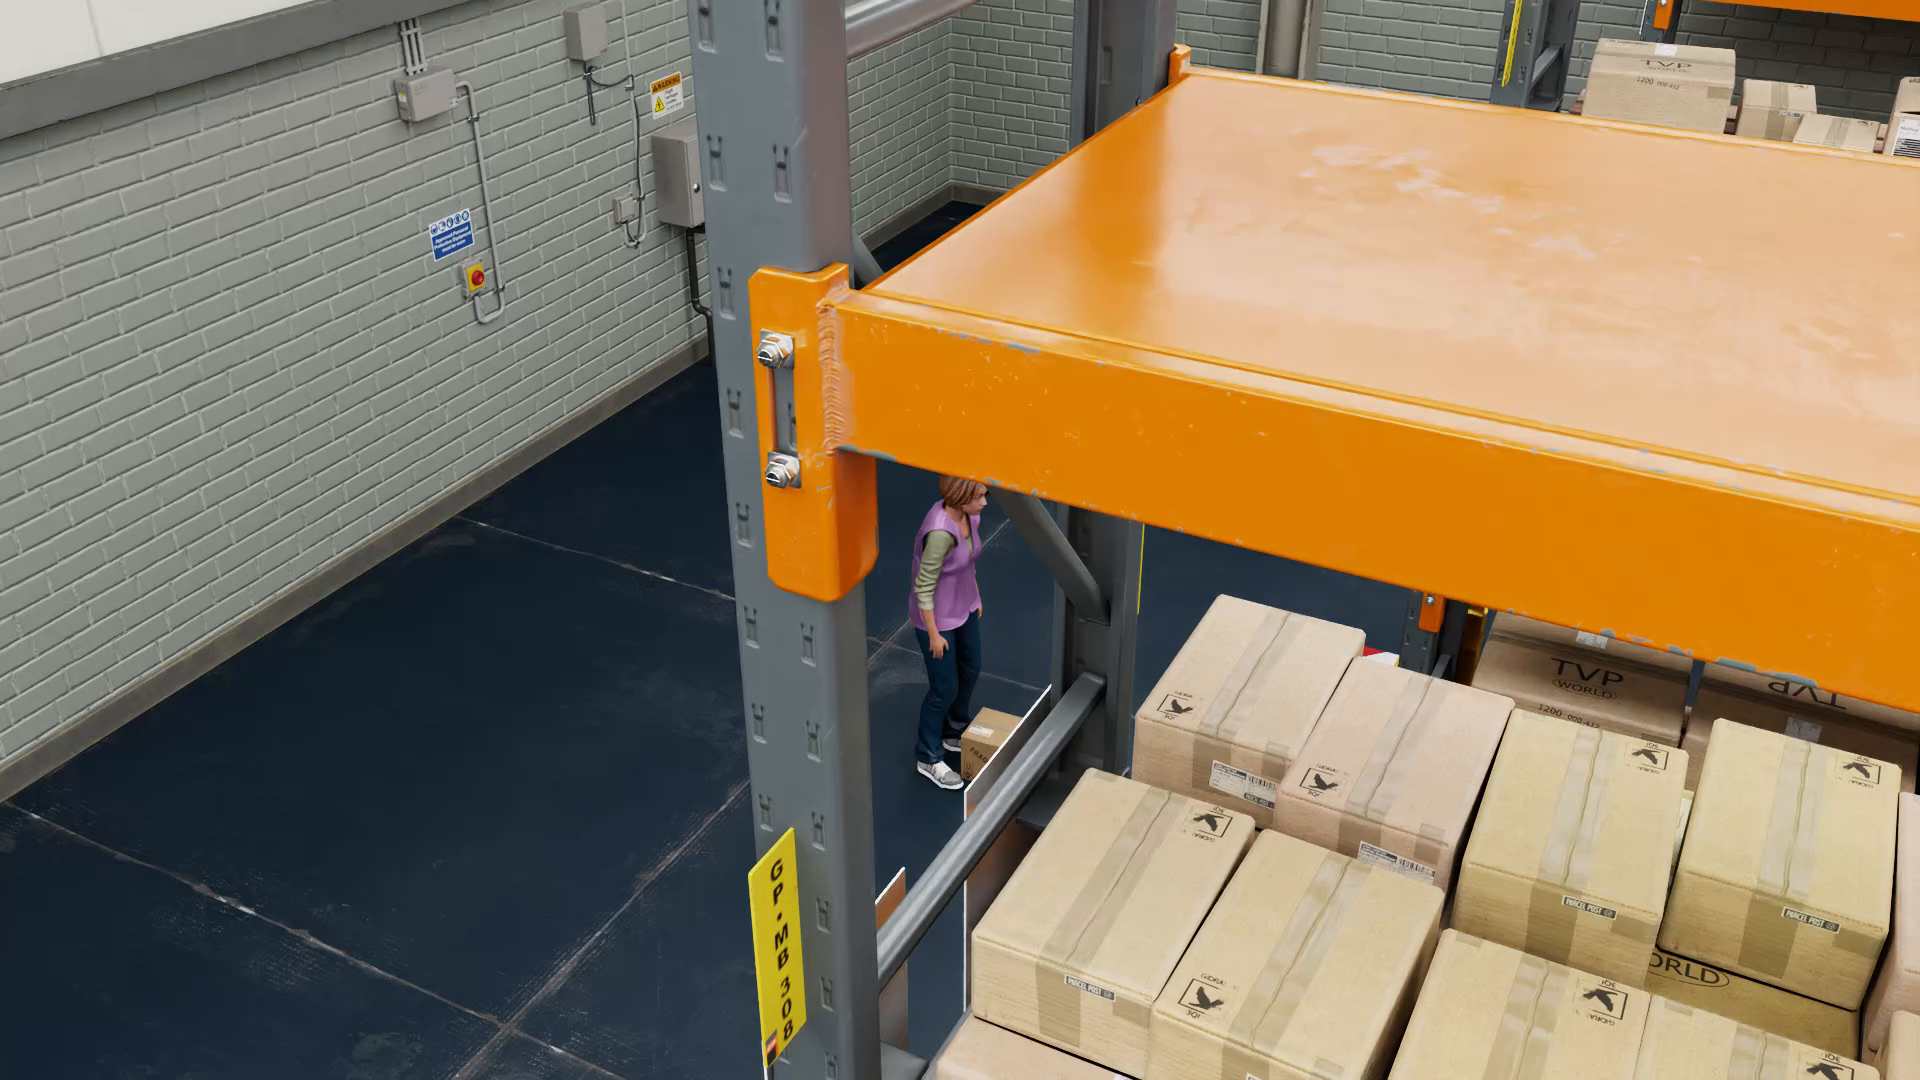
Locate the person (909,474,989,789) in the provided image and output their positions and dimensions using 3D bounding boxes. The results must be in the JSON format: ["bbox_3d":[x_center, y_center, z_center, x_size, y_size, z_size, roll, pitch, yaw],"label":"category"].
[{"bbox_3d":[-0.035,0.355,7.538,0.365,1.593,0.465,14,33,23],"label":"person"}]
